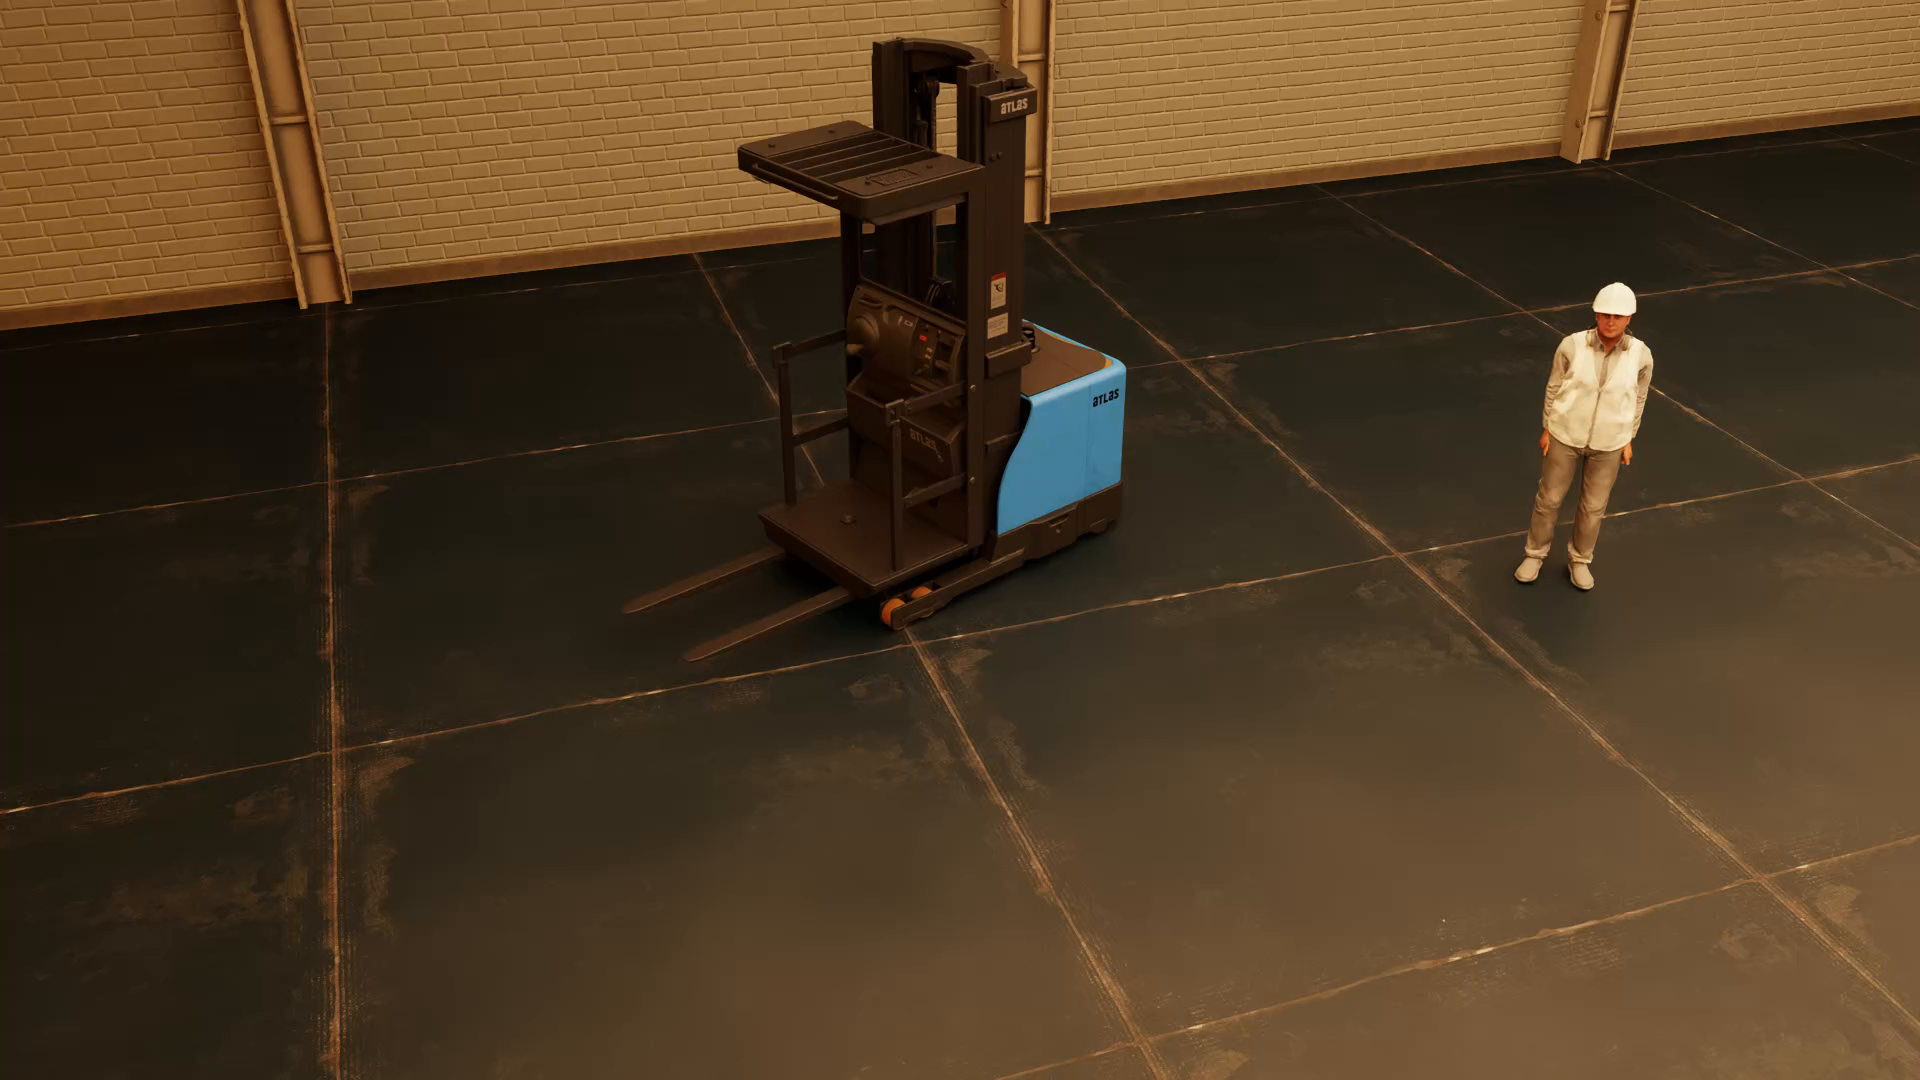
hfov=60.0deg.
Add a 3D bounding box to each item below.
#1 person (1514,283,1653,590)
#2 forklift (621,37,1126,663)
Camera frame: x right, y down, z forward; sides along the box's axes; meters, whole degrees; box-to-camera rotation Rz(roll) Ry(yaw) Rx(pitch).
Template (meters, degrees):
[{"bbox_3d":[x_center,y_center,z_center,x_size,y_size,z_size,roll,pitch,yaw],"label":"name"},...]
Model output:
[{"bbox_3d":[3.490,-0.568,9.237,0.526,1.777,0.369,8,31,14],"label":"person"},{"bbox_3d":[-0.461,-1.072,8.951,3.031,2.935,1.130,-23,37,-34],"label":"forklift"}]
